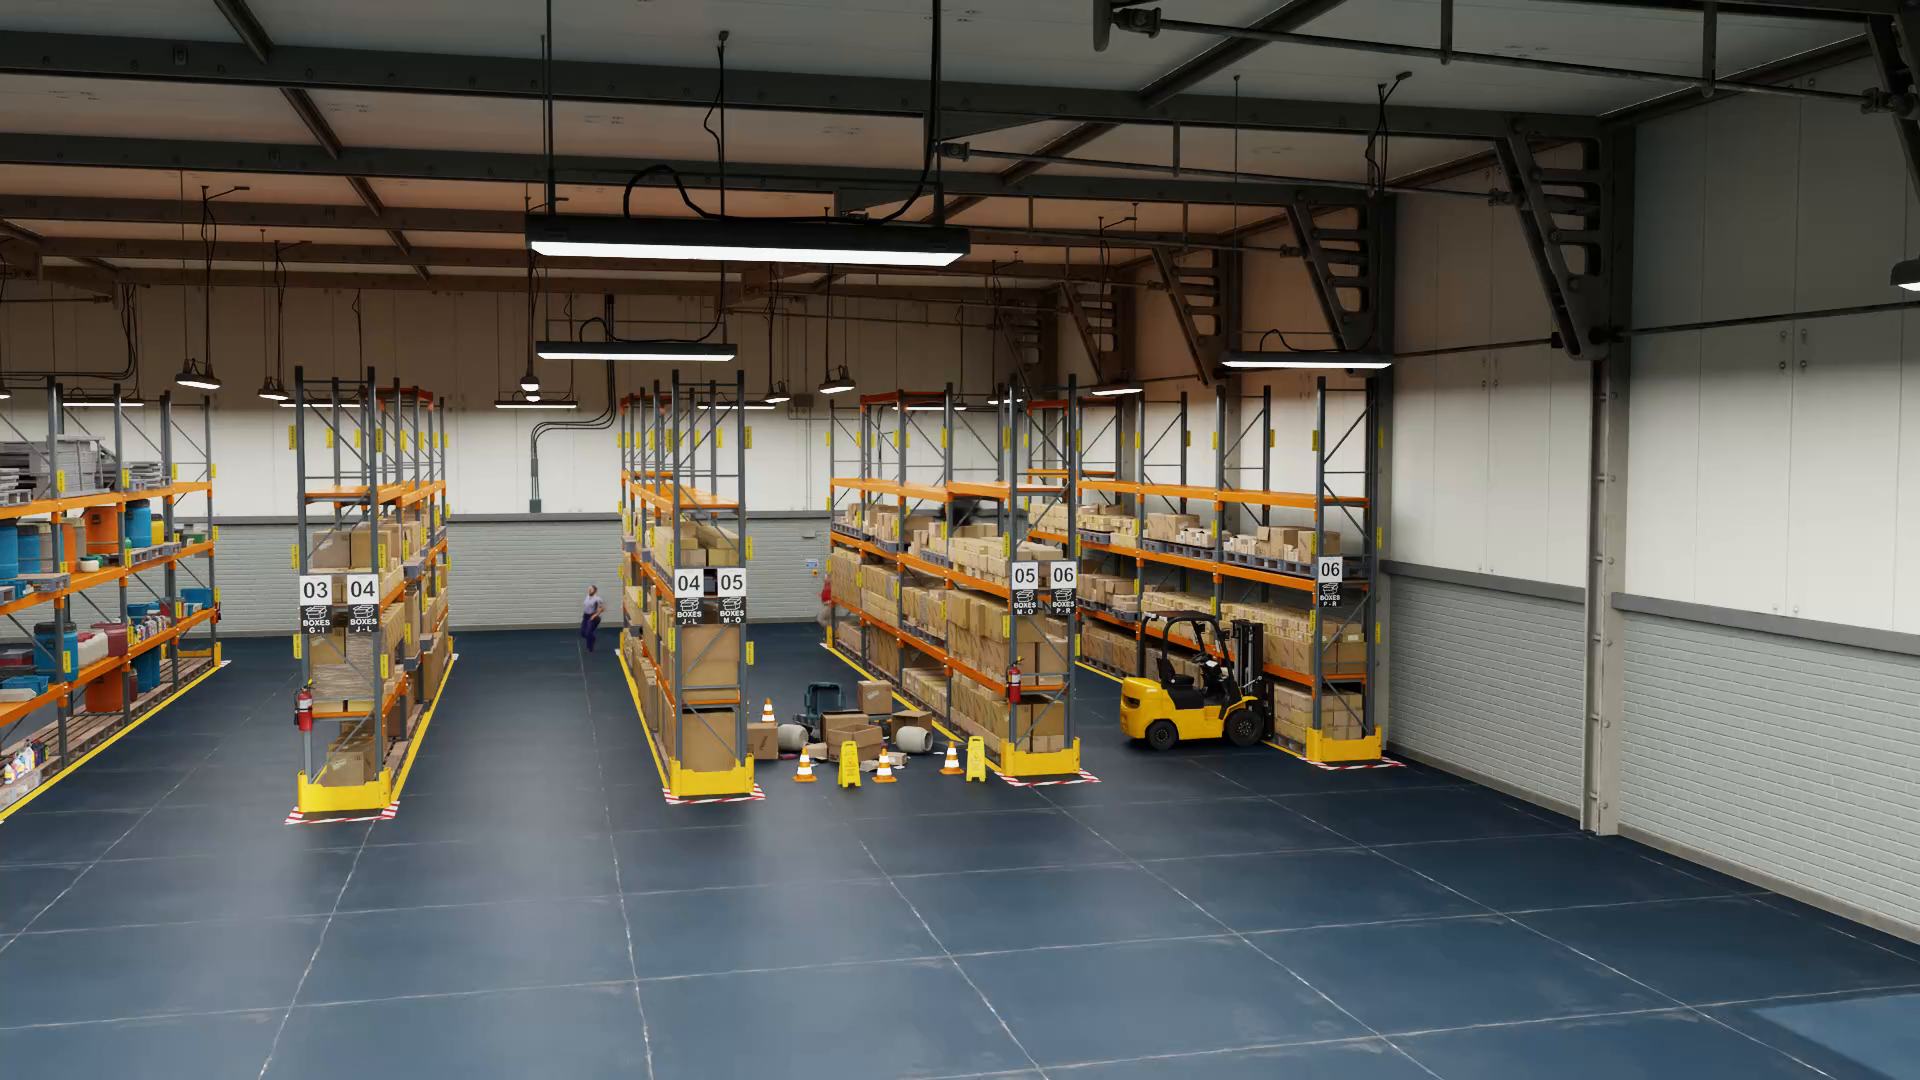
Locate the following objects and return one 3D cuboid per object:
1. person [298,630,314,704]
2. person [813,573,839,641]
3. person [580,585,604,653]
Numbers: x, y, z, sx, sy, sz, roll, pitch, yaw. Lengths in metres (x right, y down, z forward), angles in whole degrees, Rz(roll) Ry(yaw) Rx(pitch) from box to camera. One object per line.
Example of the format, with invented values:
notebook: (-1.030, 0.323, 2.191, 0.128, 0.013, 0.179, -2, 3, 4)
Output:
person: (-12.088, 2.256, 31.123, 0.642, 1.840, 0.762, -1, 4, -18)
person: (-3.308, 1.699, 41.490, 0.695, 1.735, 0.663, 0, 3, -5)
person: (-8.679, 1.889, 39.424, 0.624, 1.623, 0.556, 2, 4, 26)
